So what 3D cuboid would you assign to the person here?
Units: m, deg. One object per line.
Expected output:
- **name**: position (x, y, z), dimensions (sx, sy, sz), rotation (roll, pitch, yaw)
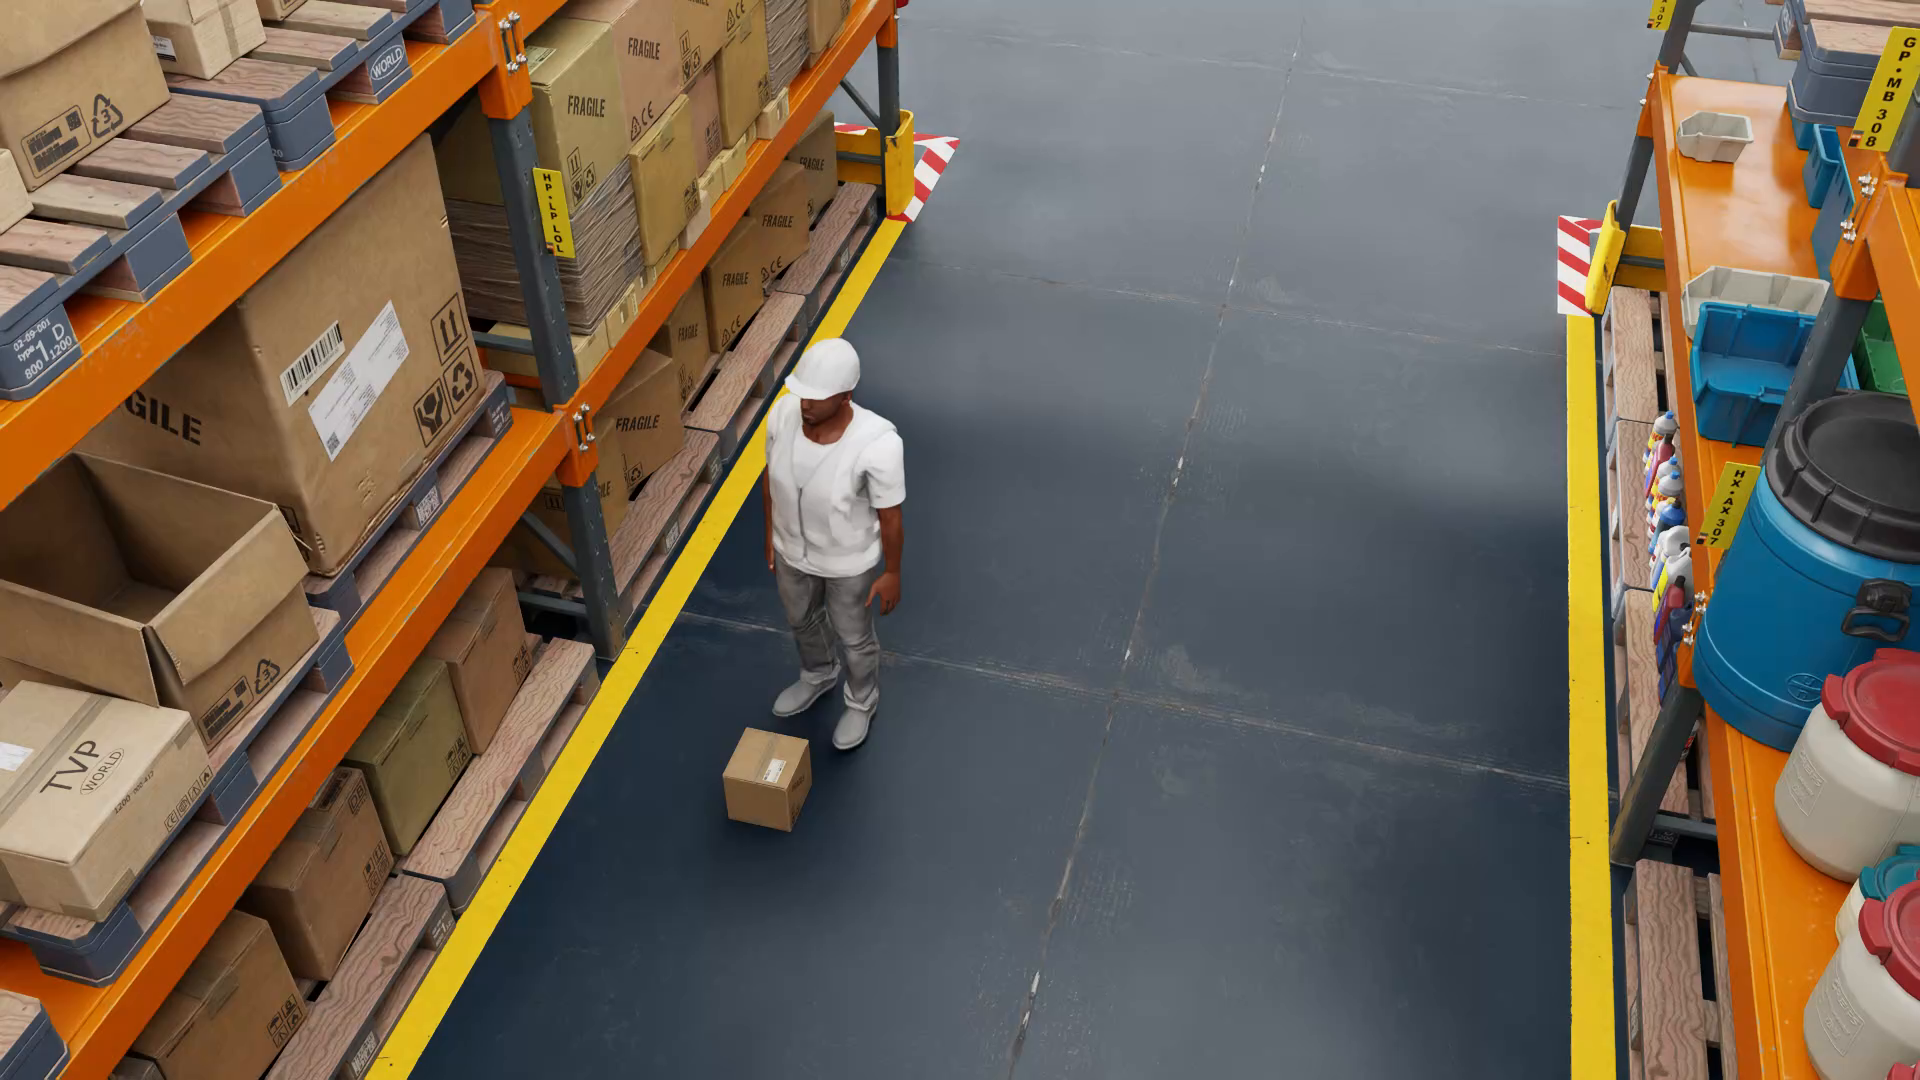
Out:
- **person**: position (-0.475, 0.043, 6.089), dimensions (0.583, 1.788, 0.370), rotation (19, 44, 21)
